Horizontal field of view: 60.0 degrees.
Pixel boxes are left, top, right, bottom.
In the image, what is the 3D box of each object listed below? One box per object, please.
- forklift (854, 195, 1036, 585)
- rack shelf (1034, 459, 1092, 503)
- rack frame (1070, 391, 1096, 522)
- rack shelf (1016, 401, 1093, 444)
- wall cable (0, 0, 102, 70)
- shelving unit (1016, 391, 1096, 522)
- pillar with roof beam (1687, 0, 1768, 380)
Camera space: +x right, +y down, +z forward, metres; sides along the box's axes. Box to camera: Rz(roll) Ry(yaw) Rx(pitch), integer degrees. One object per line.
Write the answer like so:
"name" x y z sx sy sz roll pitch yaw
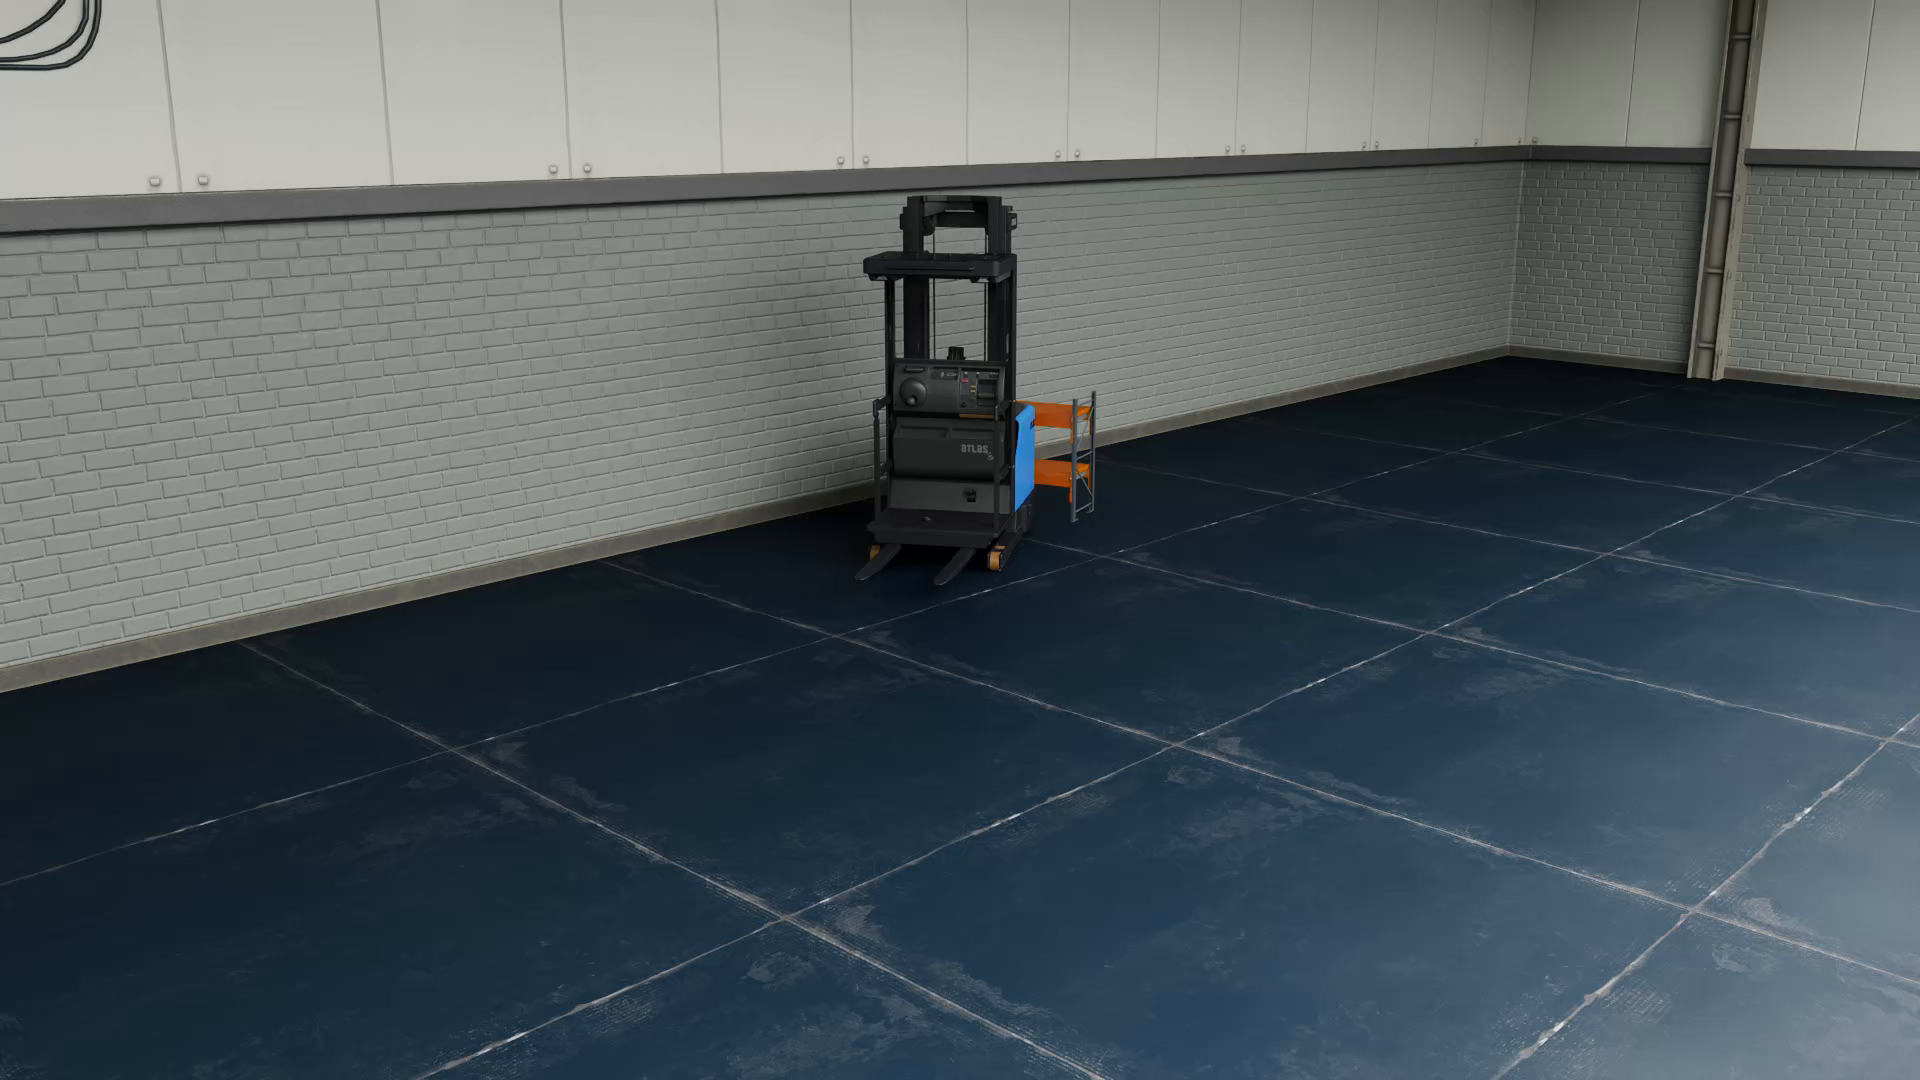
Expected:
"forklift" -0.134 -1.265 13.474 1.130 2.935 3.031 3 15 12
"rack shelf" 0.667 -0.584 15.411 1.000 0.278 0.538 7 16 25
"rack frame" 1.124 -0.764 15.135 0.032 1.125 0.500 7 16 25
"rack shelf" 0.667 -1.104 15.276 1.000 0.278 0.538 7 16 25
"wall cable" -6.123 -5.012 9.077 0.169 6.003 2.305 14 20 42
"shelving unit" 0.667 -0.820 15.350 1.048 1.125 0.538 7 16 25
"pillar with roof beam" 7.355 -5.827 18.948 0.400 9.000 9.100 14 20 42
